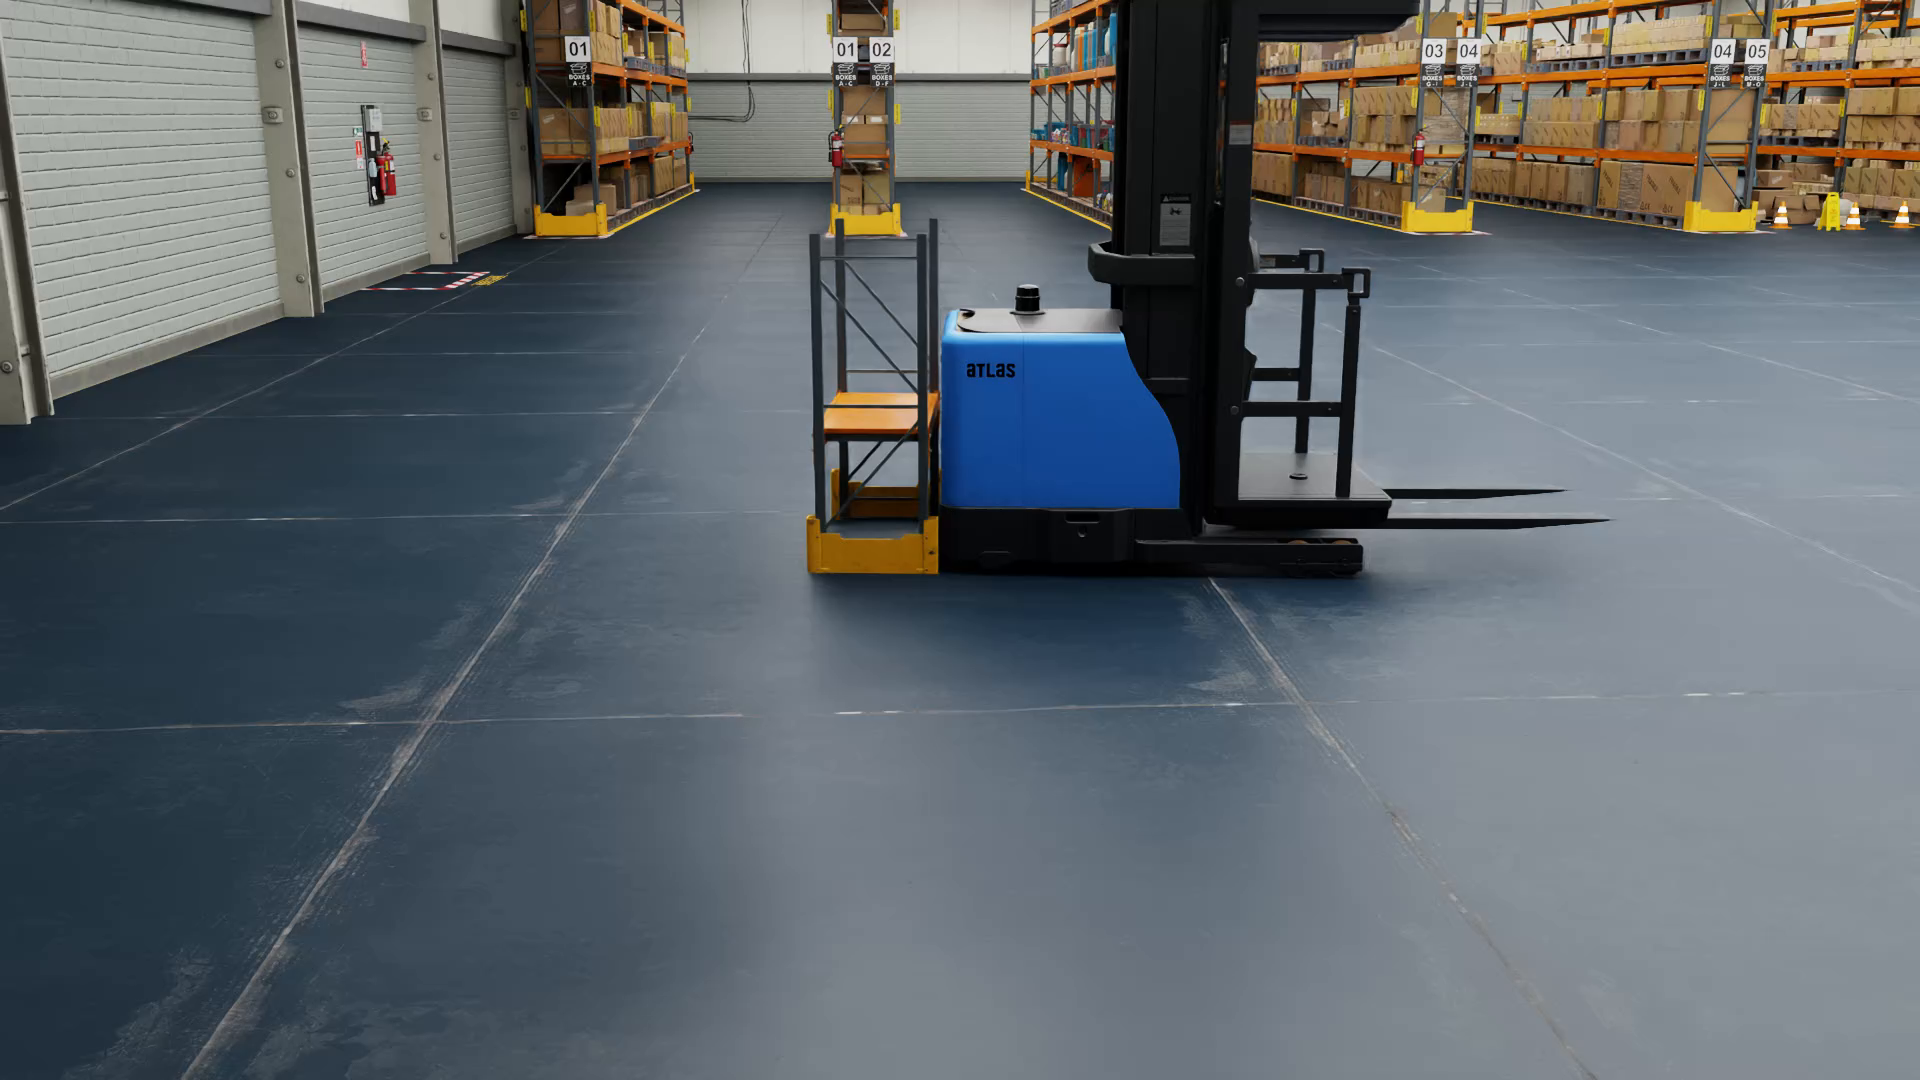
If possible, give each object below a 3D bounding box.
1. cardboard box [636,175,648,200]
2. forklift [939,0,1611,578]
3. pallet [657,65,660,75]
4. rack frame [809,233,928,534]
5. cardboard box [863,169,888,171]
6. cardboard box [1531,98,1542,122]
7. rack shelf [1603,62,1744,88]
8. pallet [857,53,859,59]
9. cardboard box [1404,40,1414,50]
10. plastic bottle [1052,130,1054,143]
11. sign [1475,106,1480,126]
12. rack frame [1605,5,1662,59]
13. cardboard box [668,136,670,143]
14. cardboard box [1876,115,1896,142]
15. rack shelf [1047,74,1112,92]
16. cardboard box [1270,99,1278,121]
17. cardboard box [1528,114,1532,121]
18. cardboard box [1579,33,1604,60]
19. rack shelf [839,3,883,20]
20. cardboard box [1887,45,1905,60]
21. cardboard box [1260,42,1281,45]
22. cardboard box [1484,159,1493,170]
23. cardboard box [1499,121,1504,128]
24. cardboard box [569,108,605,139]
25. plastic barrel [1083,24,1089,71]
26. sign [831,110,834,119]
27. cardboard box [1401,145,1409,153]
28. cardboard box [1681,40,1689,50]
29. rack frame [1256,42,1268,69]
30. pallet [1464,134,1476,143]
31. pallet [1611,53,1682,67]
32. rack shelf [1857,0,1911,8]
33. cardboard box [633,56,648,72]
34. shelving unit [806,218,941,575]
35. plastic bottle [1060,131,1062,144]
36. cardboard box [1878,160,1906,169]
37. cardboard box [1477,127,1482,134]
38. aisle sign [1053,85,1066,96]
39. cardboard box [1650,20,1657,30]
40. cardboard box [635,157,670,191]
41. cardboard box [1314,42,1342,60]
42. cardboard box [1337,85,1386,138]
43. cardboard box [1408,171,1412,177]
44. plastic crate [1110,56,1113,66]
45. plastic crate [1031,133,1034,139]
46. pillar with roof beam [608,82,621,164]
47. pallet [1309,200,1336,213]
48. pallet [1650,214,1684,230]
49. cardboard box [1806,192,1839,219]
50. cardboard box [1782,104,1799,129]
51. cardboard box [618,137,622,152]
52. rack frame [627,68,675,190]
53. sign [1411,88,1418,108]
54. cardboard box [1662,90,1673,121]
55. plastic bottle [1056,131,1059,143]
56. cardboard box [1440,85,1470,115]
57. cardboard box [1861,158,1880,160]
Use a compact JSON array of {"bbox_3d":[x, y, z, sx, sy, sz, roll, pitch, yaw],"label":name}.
[{"bbox_3d":[-6.944,-7.394,34.879,0.700,0.500,0.500,-1,14,-3],"label":"cardboard box"},{"bbox_3d":[1.426,-1.385,7.526,3.031,2.935,1.130,0,14,1],"label":"forklift"},{"bbox_3d":[-7.206,-10.369,36.665,1.003,0.211,1.213,0,14,-1],"label":"pallet"},{"bbox_3d":[-0.391,-0.580,7.272,0.500,1.500,0.032,0,14,2],"label":"rack frame"},{"bbox_3d":[-1.583,-6.651,31.027,0.500,0.500,0.500,-1,14,-3],"label":"cardboard box"},{"bbox_3d":[12.765,-9.272,35.835,0.700,0.500,0.500,-1,14,-4],"label":"cardboard box"},{"bbox_3d":[13.119,-8.463,30.323,1.077,0.370,4.000,-1,14,-3],"label":"rack shelf"},{"bbox_3d":[-1.698,-8.548,29.387,1.003,0.211,1.213,-1,14,-3],"label":"pallet"},{"bbox_3d":[7.932,-8.580,28.835,0.380,0.149,0.250,-2,15,-6],"label":"cardboard box"},{"bbox_3d":[2.204,-9.530,39.281,0.061,0.283,0.133,-1,14,-3],"label":"plastic bottle"},{"bbox_3d":[8.828,-7.238,28.399,0.100,0.325,0.005,-1,14,-3],"label":"sign"},{"bbox_3d":[12.995,-10.762,31.793,1.000,3.000,0.127,-1,14,-3],"label":"rack frame"},{"bbox_3d":[-6.946,-9.311,38.658,0.380,0.149,0.250,-1,14,-2],"label":"cardboard box"},{"bbox_3d":[17.751,-7.787,31.473,0.500,0.500,0.500,-1,14,-4],"label":"cardboard box"},{"bbox_3d":[2.723,-10.325,37.559,1.077,0.370,4.000,-1,14,-3],"label":"rack shelf"},{"bbox_3d":[7.621,-9.999,38.655,0.797,0.503,0.637,-1,14,-3],"label":"cardboard box"},{"bbox_3d":[12.893,-9.405,37.029,0.380,0.149,0.250,-1,14,-5],"label":"cardboard box"},{"bbox_3d":[13.134,-10.176,34.292,0.500,0.500,0.500,-1,14,-3],"label":"cardboard box"},{"bbox_3d":[-1.973,-10.513,33.075,1.077,0.370,4.000,-1,14,-3],"label":"rack shelf"},{"bbox_3d":[17.742,-9.115,31.118,0.500,0.250,0.500,-1,14,-3],"label":"cardboard box"},{"bbox_3d":[7.491,-12.144,40.438,0.500,0.250,0.500,-2,15,-7],"label":"cardboard box"},{"bbox_3d":[12.385,-8.625,38.197,0.500,0.250,0.500,-1,14,-2],"label":"cardboard box"},{"bbox_3d":[12.244,-9.259,37.057,0.380,0.149,0.250,0,14,-1],"label":"cardboard box"},{"bbox_3d":[-6.275,-7.004,27.985,0.500,0.500,0.500,-1,14,-3],"label":"cardboard box"},{"bbox_3d":[2.766,-9.872,33.350,0.600,0.901,0.708,-1,14,-3],"label":"plastic barrel"},{"bbox_3d":[-2.390,-8.164,31.573,0.100,0.325,0.005,-1,14,-3],"label":"sign"},{"bbox_3d":[7.981,-6.879,29.249,0.380,0.149,0.250,-1,14,-3],"label":"cardboard box"},{"bbox_3d":[12.853,-8.648,29.059,0.380,0.149,0.250,-1,14,-3],"label":"cardboard box"},{"bbox_3d":[7.543,-12.700,39.326,1.000,3.000,0.127,-1,14,-3],"label":"rack frame"},{"bbox_3d":[12.401,-9.561,39.549,1.003,0.211,1.213,-1,14,-3],"label":"pallet"},{"bbox_3d":[13.035,-9.062,31.386,1.003,0.211,1.213,-1,14,-3],"label":"pallet"},{"bbox_3d":[18.053,-10.016,30.344,1.077,0.370,4.000,-1,14,-3],"label":"rack shelf"},{"bbox_3d":[-6.727,-9.814,34.270,0.500,0.311,0.500,-1,14,-3],"label":"cardboard box"},{"bbox_3d":[-0.373,-0.709,7.773,0.587,1.500,1.083,0,14,2],"label":"shelving unit"},{"bbox_3d":[2.306,-9.124,37.702,0.061,0.283,0.133,-1,14,-3],"label":"plastic bottle"},{"bbox_3d":[17.697,-7.129,31.583,0.380,0.149,0.250,0,14,0],"label":"cardboard box"},{"bbox_3d":[12.163,-9.435,38.338,0.380,0.149,0.250,-2,15,-6],"label":"cardboard box"},{"bbox_3d":[2.639,-11.994,43.406,0.394,0.787,0.004,-1,14,-3],"label":"aisle sign"},{"bbox_3d":[12.773,-9.351,30.191,0.380,0.149,0.250,-1,14,-4],"label":"cardboard box"},{"bbox_3d":[-7.061,-8.347,37.918,0.750,0.750,0.750,0,14,-2],"label":"cardboard box"},{"bbox_3d":[7.629,-10.171,34.312,0.500,0.500,0.500,-1,14,-5],"label":"cardboard box"},{"bbox_3d":[8.129,-8.498,32.990,1.000,1.000,1.000,-1,14,-3],"label":"cardboard box"},{"bbox_3d":[11.988,-9.604,43.615,0.380,0.149,0.250,-1,14,-4],"label":"cardboard box"},{"bbox_3d":[2.921,-8.682,30.154,0.336,0.188,0.450,-1,14,-3],"label":"plastic crate"},{"bbox_3d":[1.975,-10.466,43.094,0.250,0.136,0.298,-1,14,-3],"label":"plastic crate"},{"bbox_3d":[-3.899,-12.697,39.317,9.100,9.000,0.400,-1,14,-3],"label":"pillar with roof beam"},{"bbox_3d":[7.910,-6.952,34.622,1.003,0.211,1.213,-1,14,-3],"label":"pallet"},{"bbox_3d":[13.115,-5.708,29.790,1.003,0.211,1.213,-1,14,-3],"label":"pallet"},{"bbox_3d":[16.637,-6.461,32.129,0.500,0.500,0.500,10,18,35],"label":"cardboard box"},{"bbox_3d":[17.580,-8.847,34.751,0.500,0.500,0.500,-1,14,-6],"label":"cardboard box"},{"bbox_3d":[-6.392,-7.150,30.058,0.500,0.250,0.500,-1,14,-4],"label":"cardboard box"},{"bbox_3d":[-7.289,-9.565,39.182,1.000,3.000,0.127,-1,14,-3],"label":"rack frame"},{"bbox_3d":[7.731,-7.520,28.276,0.100,0.325,0.005,-1,14,-3],"label":"sign"},{"bbox_3d":[13.233,-7.827,29.957,0.875,0.550,0.550,-1,14,-3],"label":"cardboard box"},{"bbox_3d":[2.305,-9.306,38.426,0.152,0.276,0.135,-1,14,-3],"label":"plastic bottle"},{"bbox_3d":[8.524,-7.628,28.848,0.500,0.500,0.500,-1,14,-3],"label":"cardboard box"},{"bbox_3d":[22.208,-9.319,40.499,0.380,0.149,0.250,-2,15,-6],"label":"cardboard box"}]
